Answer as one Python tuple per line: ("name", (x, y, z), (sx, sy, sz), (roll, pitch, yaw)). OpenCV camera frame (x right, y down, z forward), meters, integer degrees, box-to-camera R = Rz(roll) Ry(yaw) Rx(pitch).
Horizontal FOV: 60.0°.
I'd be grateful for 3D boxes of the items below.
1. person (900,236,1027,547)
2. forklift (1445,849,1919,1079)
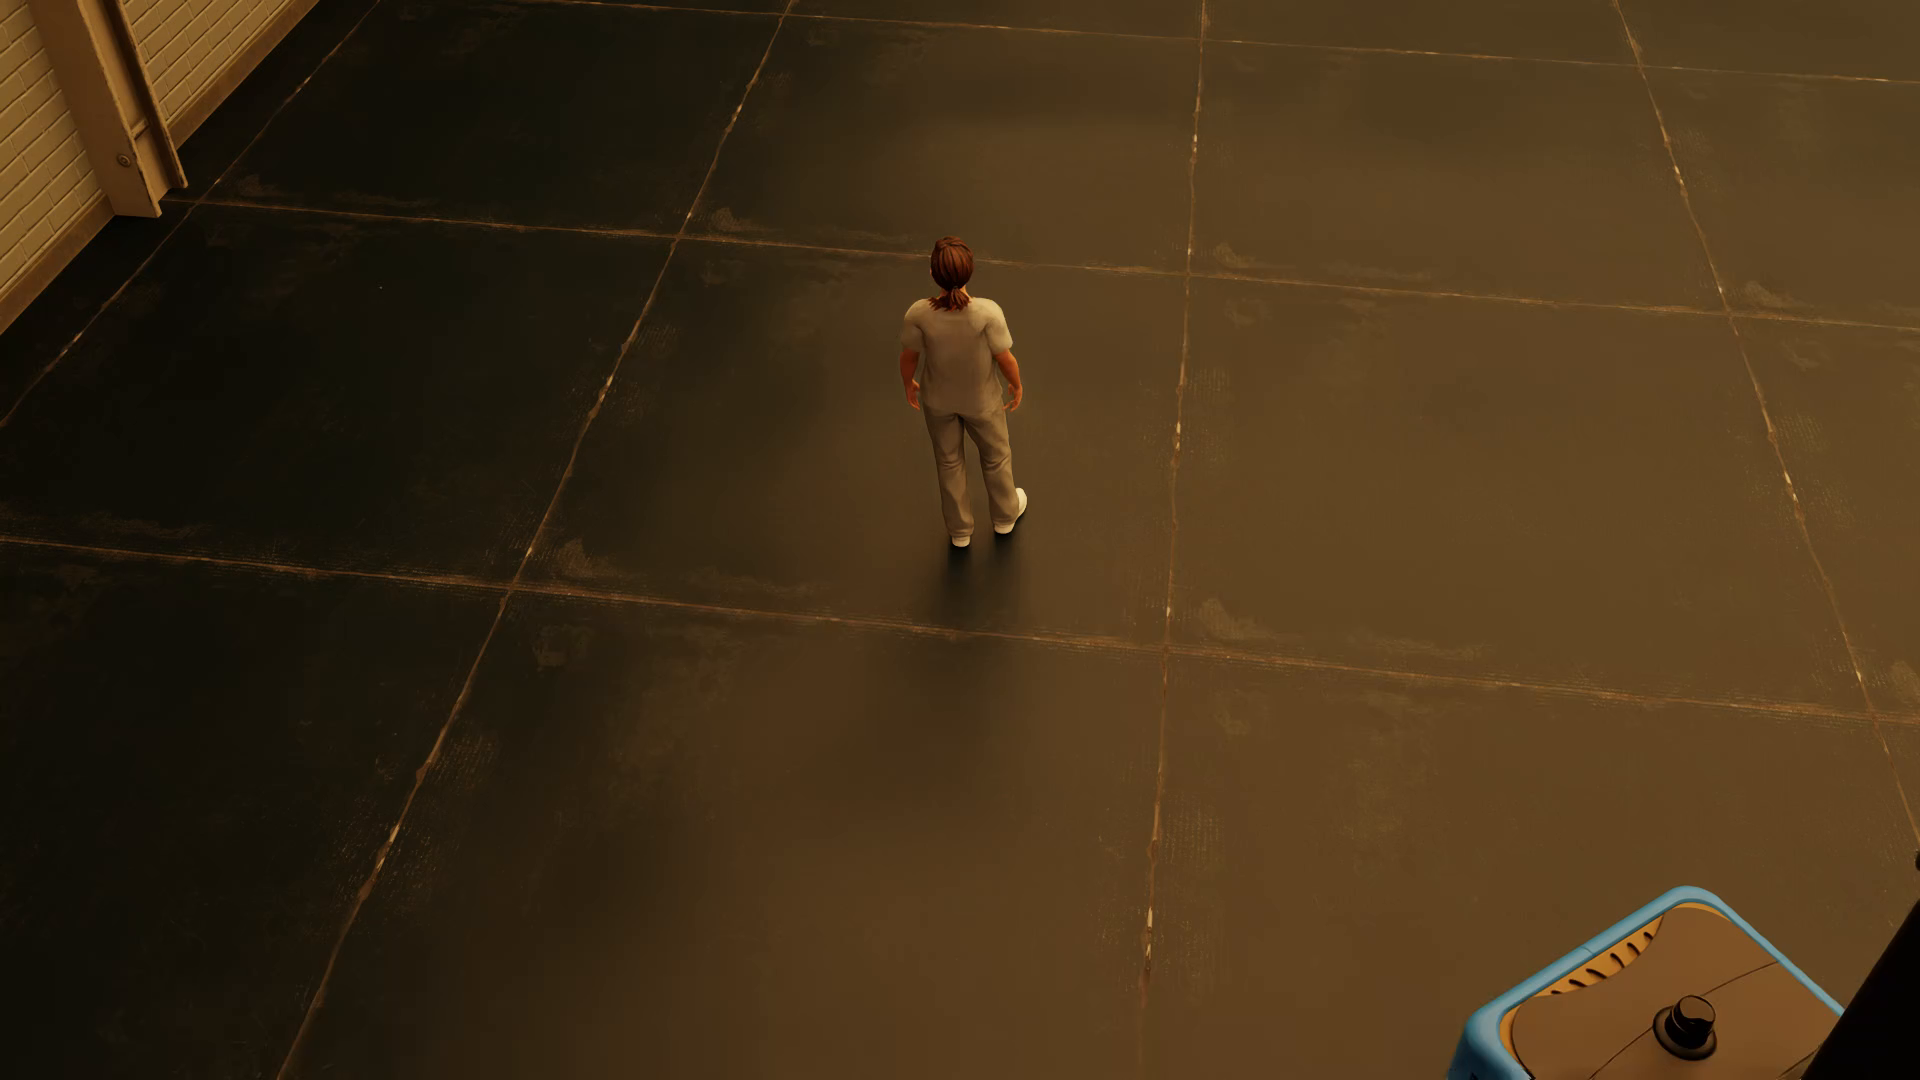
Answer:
("person", (0.023, -0.667, 7.374), (0.549, 1.666, 0.549), (5, 43, 6))
("forklift", (2.638, 1.784, 3.782), (1.130, 2.935, 3.031), (-22, 47, -22))
